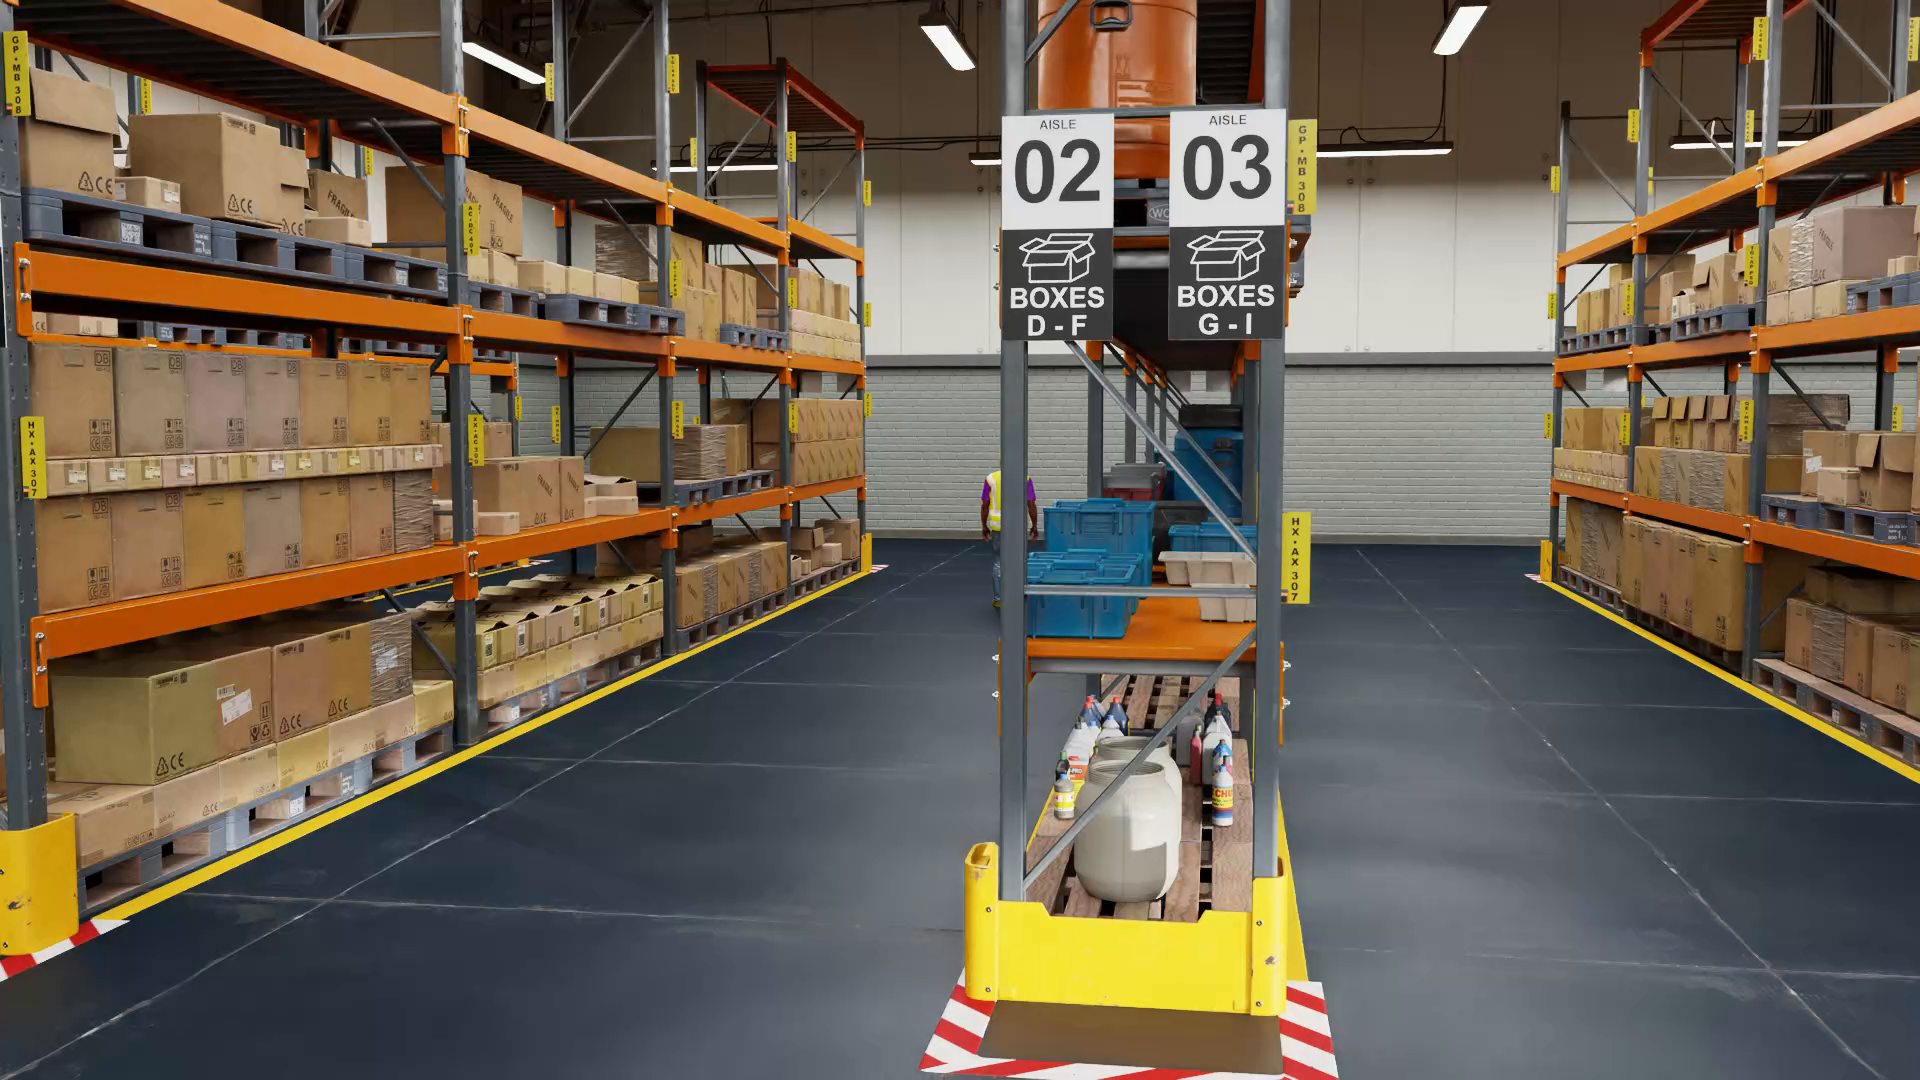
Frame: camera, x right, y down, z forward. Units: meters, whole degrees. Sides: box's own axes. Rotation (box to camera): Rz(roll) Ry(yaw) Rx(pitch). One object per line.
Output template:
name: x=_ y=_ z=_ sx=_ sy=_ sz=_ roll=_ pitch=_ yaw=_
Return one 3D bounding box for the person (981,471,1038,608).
person: x=12.241 y=-3.864 z=19.526 sx=23.262 sy=9.002 sz=7.034 roll=1 pitch=4 yaw=9
